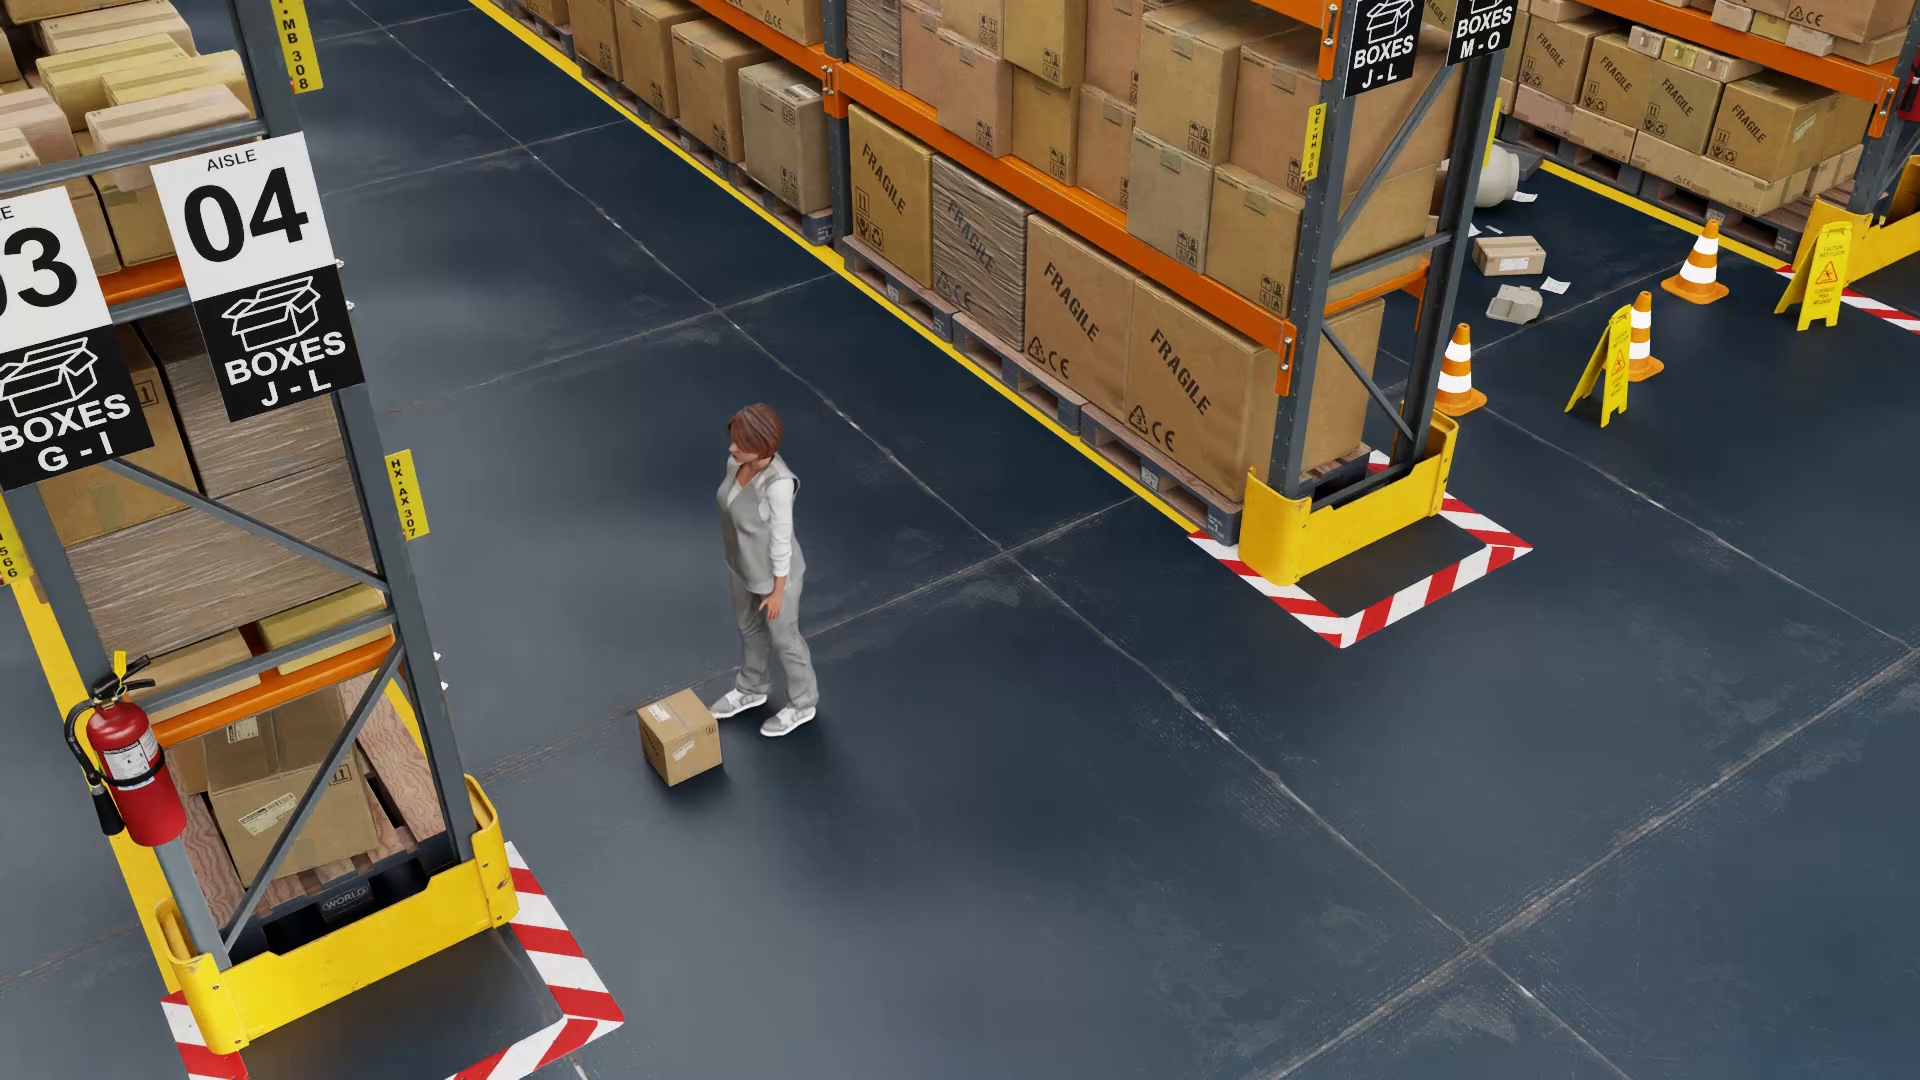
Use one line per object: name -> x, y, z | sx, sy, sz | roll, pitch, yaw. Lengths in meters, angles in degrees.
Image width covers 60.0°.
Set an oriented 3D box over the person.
person -> -0.834, 0.146, 6.805 | 0.426, 1.598, 0.408 | -23, 42, -27
